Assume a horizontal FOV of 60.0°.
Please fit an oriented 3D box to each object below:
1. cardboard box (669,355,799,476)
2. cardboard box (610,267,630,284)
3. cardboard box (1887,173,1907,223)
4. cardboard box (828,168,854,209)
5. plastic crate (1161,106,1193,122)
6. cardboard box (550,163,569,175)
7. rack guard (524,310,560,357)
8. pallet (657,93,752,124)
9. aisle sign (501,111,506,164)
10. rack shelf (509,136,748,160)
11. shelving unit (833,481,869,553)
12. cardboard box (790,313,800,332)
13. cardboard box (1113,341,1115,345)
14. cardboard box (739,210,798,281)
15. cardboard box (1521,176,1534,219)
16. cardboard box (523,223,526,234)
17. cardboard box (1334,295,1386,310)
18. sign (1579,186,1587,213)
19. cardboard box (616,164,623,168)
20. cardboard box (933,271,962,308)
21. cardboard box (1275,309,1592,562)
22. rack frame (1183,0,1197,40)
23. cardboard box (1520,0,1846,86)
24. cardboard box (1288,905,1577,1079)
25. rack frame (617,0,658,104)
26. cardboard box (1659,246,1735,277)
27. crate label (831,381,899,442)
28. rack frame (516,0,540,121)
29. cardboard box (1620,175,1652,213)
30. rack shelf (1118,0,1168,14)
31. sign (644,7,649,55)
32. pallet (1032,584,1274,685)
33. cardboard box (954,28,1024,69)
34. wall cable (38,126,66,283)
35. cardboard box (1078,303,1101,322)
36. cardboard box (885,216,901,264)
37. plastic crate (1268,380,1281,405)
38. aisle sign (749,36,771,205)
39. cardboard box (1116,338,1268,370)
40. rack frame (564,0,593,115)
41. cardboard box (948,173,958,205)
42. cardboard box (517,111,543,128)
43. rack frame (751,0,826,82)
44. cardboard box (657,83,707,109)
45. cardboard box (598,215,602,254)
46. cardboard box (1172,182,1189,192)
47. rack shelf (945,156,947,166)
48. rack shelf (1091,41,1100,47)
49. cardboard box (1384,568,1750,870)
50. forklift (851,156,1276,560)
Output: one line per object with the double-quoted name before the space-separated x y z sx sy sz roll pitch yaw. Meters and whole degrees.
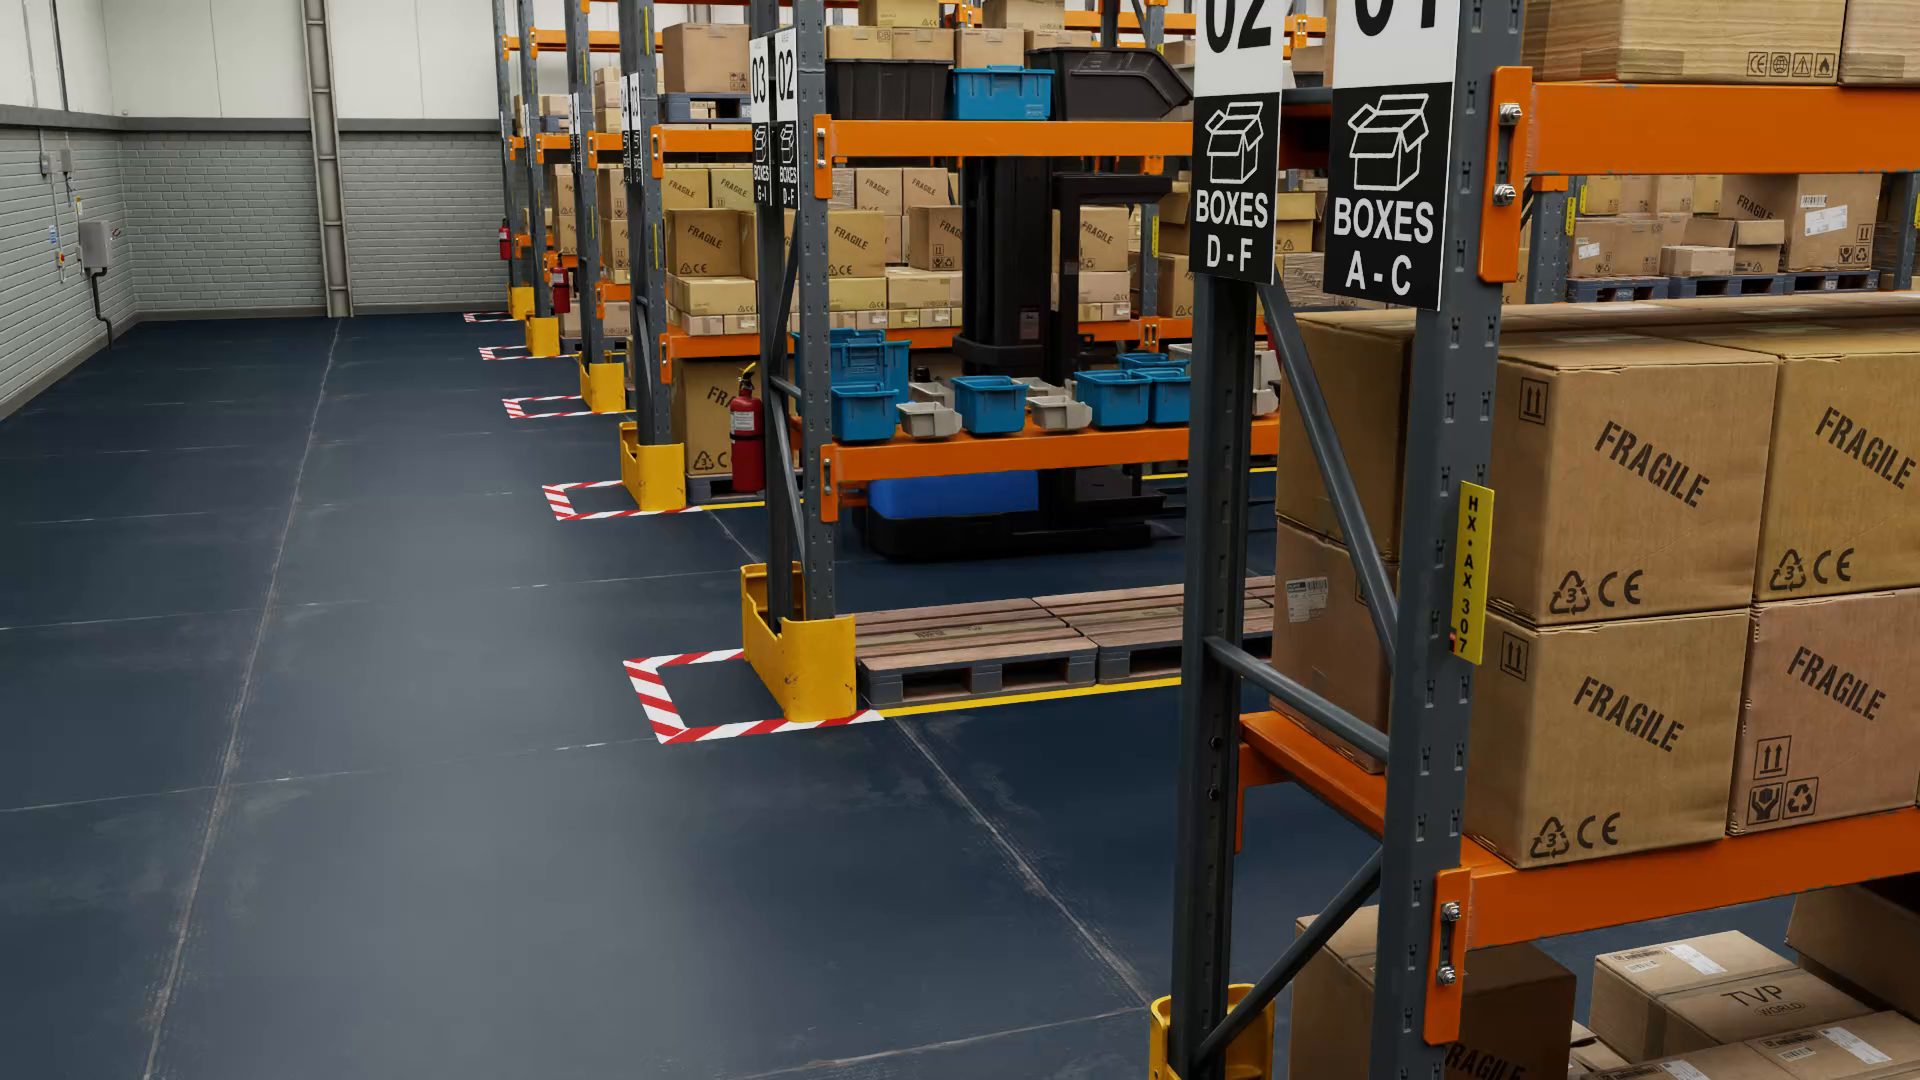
"cardboard box" -1.816 -1.046 13.244 0.875 0.875 0.875 -4 14 -18
"cardboard box" -3.472 -2.736 17.206 0.250 0.149 0.380 -5 14 -19
"cardboard box" 9.484 -3.354 16.241 0.500 0.500 0.500 -4 14 -18
"cardboard box" -1.429 -3.713 17.752 0.500 0.500 0.500 -4 14 -17
"plastic crate" 1.062 -2.263 8.760 0.530 0.136 0.437 -4 14 -18
"cardboard box" -5.282 -4.905 22.005 0.250 0.149 0.380 -4 14 -17
"rack guard" -5.581 -2.767 22.193 0.348 0.500 1.175 -4 14 -18
"pallet" -1.697 -3.284 12.677 1.213 0.211 1.003 -4 14 -18
"aisle sign" -7.115 -6.268 25.894 0.004 0.787 0.394 -4 14 -18
"rack shelf" -5.249 -6.330 26.844 4.000 0.370 1.077 -4 14 -18
"shelving unit" -0.749 -0.531 11.281 0.189 1.200 0.258 -4 14 -17
"cardboard box" -1.223 -1.700 12.852 0.250 0.149 0.380 -5 14 -19
"cardboard box" 1.686 -2.267 19.186 0.500 0.500 0.500 -4 14 -17
"cardboard box" -1.382 -2.261 12.725 0.500 0.500 0.500 -5 14 -19
"cardboard box" 7.021 -4.289 20.815 0.500 0.500 0.700 -5 14 -19
"cardboard box" -6.916 -5.034 26.867 0.250 0.149 0.380 -5 14 -19
"cardboard box" 3.348 -2.247 14.393 0.500 0.500 0.500 -4 14 -17
"sign" 7.672 -4.198 20.480 0.005 0.325 0.100 -4 14 -18
"cardboard box" -4.381 -4.853 21.784 0.250 0.149 0.380 -5 14 -20
"cardboard box" 0.086 -2.011 13.298 0.500 0.250 0.500 -4 14 -17
"cardboard box" 1.093 -0.266 3.903 0.500 0.500 0.500 -5 14 -19
"rack frame" 4.229 -8.877 29.516 0.127 3.000 1.000 -4 14 -18
"cardboard box" 1.327 -1.006 3.234 0.500 0.250 0.500 -4 14 -18
"cardboard box" 1.196 1.270 4.273 0.500 0.500 0.500 -4 14 -18
"rack frame" -2.397 -4.730 12.080 0.127 3.000 1.000 -4 14 -18
"cardboard box" 6.847 -2.606 15.533 0.500 0.250 0.500 -5 14 -20
"crate label" -0.479 -0.618 7.993 0.303 0.233 0.416 -4 14 -18
"rack frame" -5.558 -6.903 21.217 0.127 3.000 1.000 -4 14 -18
"cardboard box" 8.335 -4.476 21.320 0.550 0.550 0.875 -4 14 -18
"rack shelf" 3.289 -4.628 14.071 4.000 0.370 1.077 -4 14 -18
"sign" -2.226 -3.612 11.803 0.005 0.325 0.100 -4 14 -18
"pallet" 1.131 0.490 9.125 1.213 0.211 1.003 -4 14 -18
"cardboard box" 0.160 -3.757 13.135 0.500 0.500 0.700 -4 14 -15
"wall cable" -10.895 -4.073 20.019 0.123 1.953 0.585 -4 14 -18
"cardboard box" 0.965 -1.870 13.567 0.250 0.149 0.380 -4 14 -17
"cardboard box" -0.953 -3.259 18.003 0.500 0.500 0.500 -5 14 -20
"plastic crate" 1.998 -0.774 8.878 0.590 0.125 0.437 -4 14 -18
"aisle sign" -0.979 -2.048 8.154 0.004 0.787 0.394 -4 14 -18
"cardboard box" 1.994 -1.328 14.429 0.875 0.875 1.225 -4 14 -18
"rack frame" -3.883 -5.825 16.684 0.127 3.000 1.000 -4 14 -18
"cardboard box" -0.309 -4.864 23.234 0.500 0.500 0.500 -5 14 -19
"cardboard box" -6.637 -6.577 26.009 0.500 0.250 0.500 -5 14 -19
"rack frame" -0.818 -3.643 7.513 0.127 3.000 1.000 -4 14 -18
"cardboard box" -2.890 -4.550 17.051 0.500 0.250 0.500 -5 14 -19
"cardboard box" -4.541 -4.049 21.967 0.500 0.500 0.500 -5 14 -19
"cardboard box" 3.016 -4.995 24.394 0.500 0.500 0.500 -4 14 -15
"rack shelf" 1.803 -4.458 18.977 4.000 0.370 1.077 -4 14 -18
"rack shelf" 0.129 -6.801 23.209 4.000 0.370 1.077 -4 14 -18
"cardboard box" 1.263 0.338 3.522 0.500 0.500 0.500 -4 14 -17
"forklift" 0.807 -1.471 11.494 3.031 2.935 1.130 -4 14 -17
